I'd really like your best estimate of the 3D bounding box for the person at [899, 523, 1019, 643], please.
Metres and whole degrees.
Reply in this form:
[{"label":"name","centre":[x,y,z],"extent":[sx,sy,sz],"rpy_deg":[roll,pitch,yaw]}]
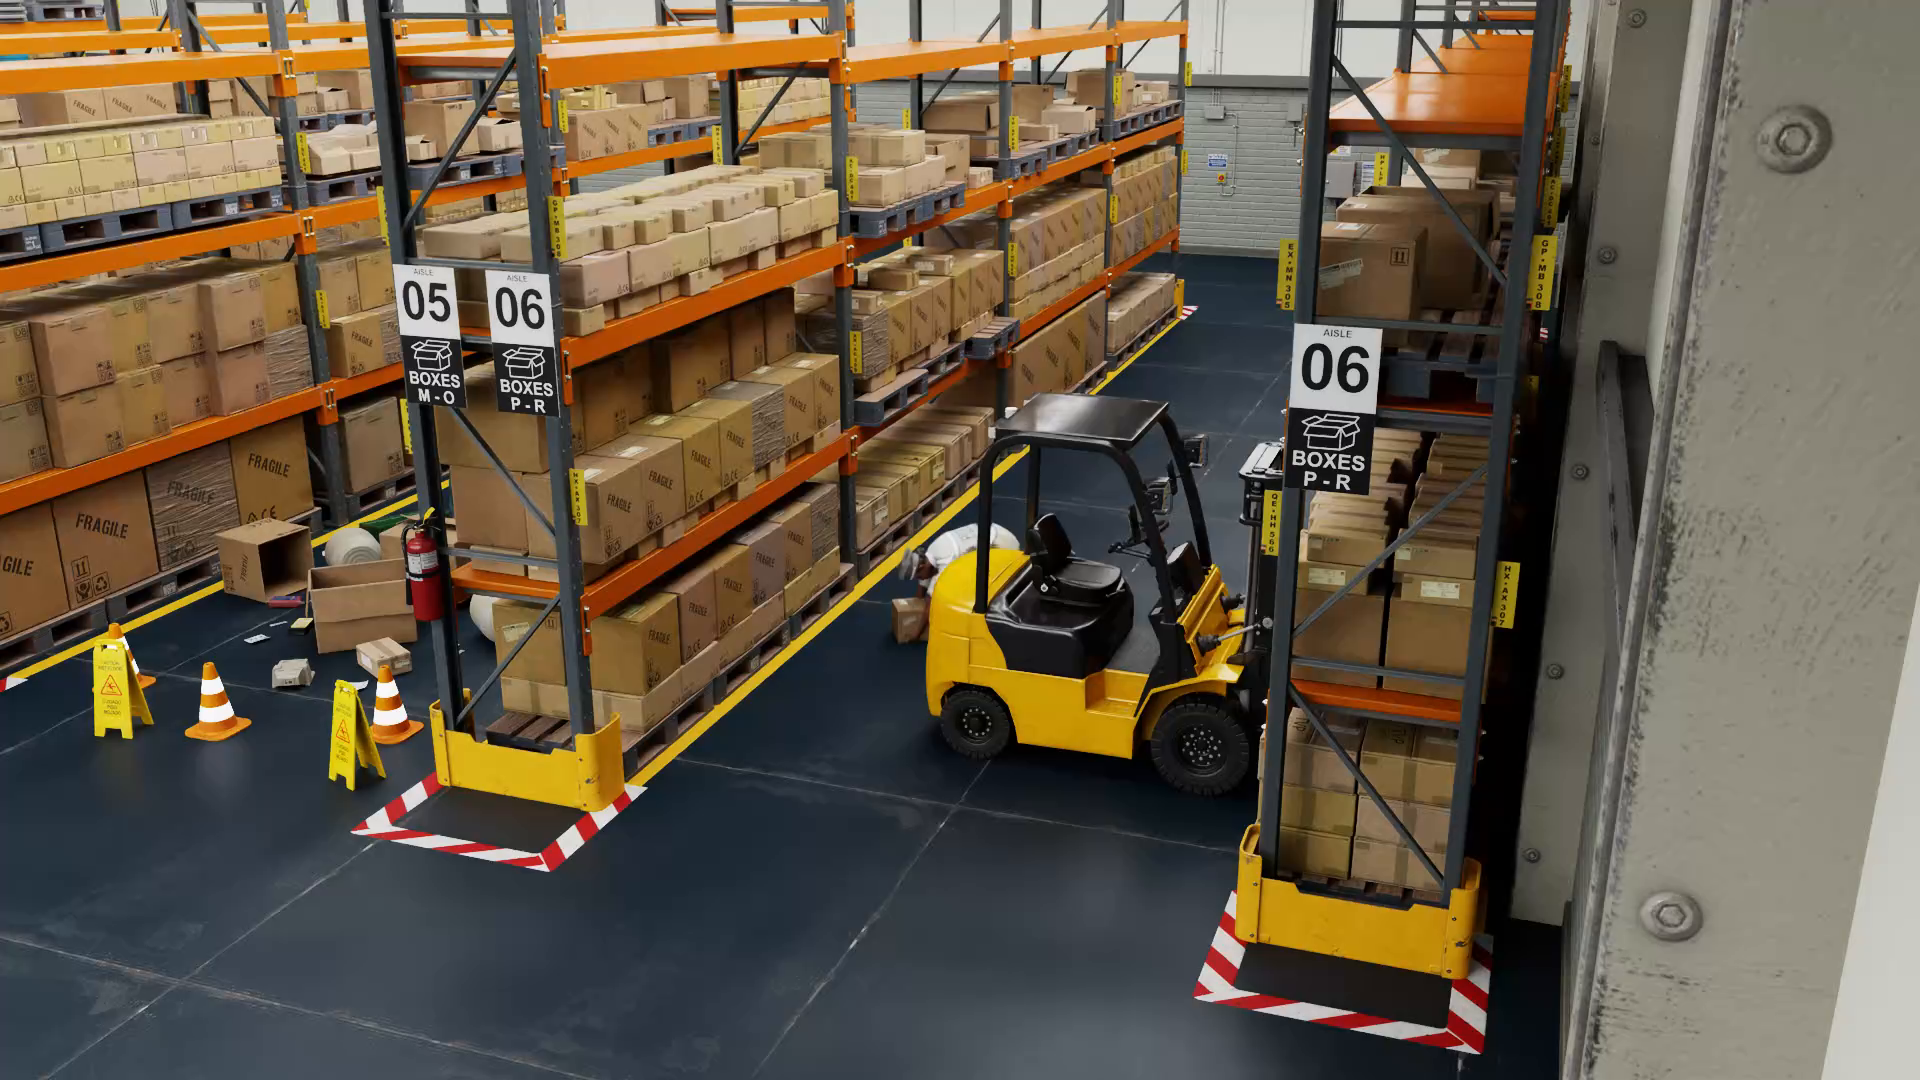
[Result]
[{"label":"person","centre":[-0.012,0.315,12.431],"extent":[0.910,0.846,0.474],"rpy_deg":[-5,19,-15]}]
